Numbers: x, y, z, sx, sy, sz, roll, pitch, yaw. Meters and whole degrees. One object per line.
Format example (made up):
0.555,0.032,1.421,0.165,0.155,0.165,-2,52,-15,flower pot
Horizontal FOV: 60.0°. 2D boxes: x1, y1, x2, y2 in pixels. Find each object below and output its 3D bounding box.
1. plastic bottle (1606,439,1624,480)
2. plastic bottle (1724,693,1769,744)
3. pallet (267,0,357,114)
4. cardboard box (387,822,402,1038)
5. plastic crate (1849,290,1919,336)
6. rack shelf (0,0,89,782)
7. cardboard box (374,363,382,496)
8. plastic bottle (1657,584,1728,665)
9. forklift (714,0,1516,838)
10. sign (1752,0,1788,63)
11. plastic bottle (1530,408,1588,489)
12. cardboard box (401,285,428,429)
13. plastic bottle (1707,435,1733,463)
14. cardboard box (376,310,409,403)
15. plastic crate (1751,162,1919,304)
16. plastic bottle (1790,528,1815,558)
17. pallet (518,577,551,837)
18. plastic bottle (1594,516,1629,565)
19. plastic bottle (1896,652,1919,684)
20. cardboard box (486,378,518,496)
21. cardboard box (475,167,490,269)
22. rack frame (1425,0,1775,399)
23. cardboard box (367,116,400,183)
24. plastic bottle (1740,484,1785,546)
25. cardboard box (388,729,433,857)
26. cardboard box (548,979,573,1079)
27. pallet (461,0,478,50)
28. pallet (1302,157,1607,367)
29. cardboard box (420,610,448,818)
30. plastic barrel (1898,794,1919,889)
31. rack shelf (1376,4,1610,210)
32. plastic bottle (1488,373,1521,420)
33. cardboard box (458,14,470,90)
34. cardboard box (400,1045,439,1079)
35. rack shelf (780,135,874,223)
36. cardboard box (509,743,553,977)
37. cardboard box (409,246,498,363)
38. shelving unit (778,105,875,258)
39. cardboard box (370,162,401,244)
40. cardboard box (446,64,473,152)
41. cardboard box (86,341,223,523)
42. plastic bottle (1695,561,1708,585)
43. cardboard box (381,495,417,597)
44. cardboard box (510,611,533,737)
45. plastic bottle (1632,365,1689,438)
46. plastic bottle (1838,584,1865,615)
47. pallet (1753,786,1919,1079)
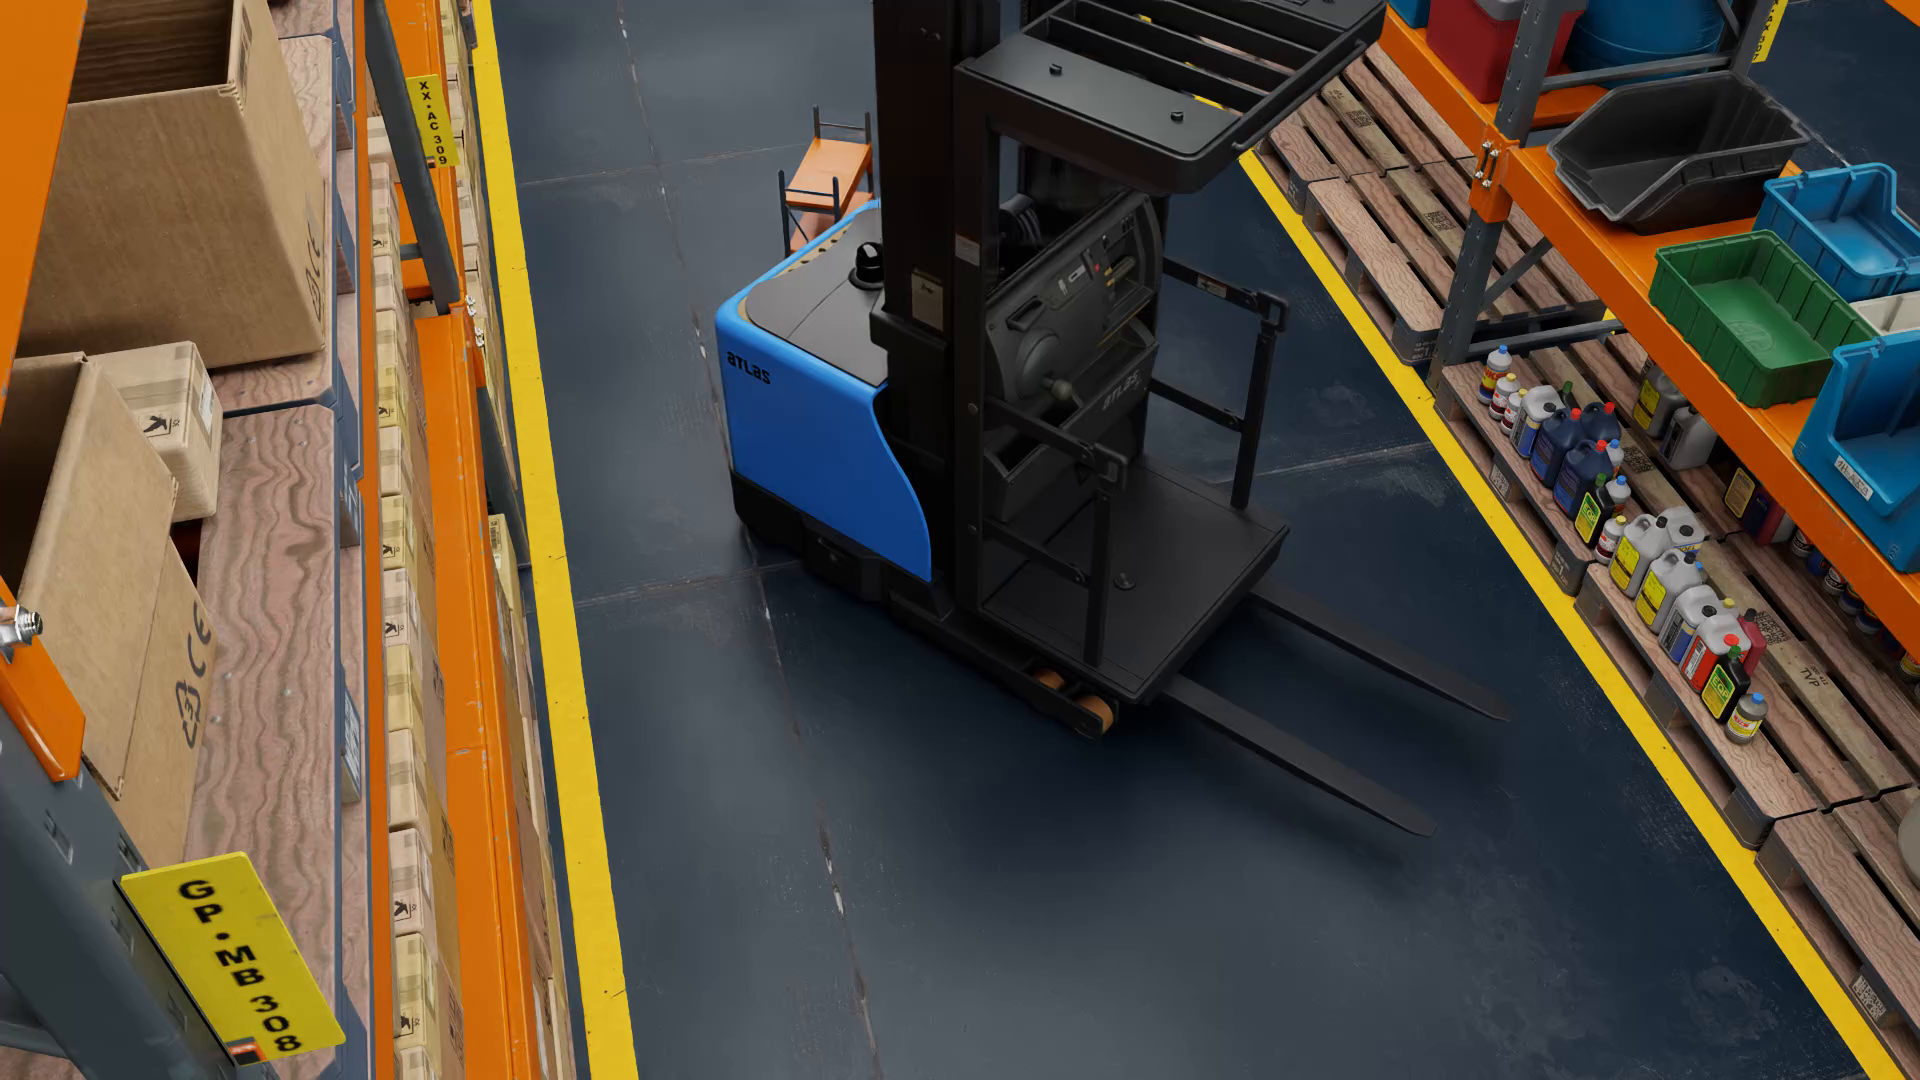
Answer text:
2.537,-0.286,6.532,0.097,0.271,0.097,0,46,0,plastic bottle
2.708,0.601,5.712,0.097,0.201,0.097,0,46,0,plastic bottle
-1.968,-1.330,3.915,1.003,0.211,1.213,-11,47,-10,pallet
-1.448,0.654,3.030,0.700,0.500,0.500,-12,47,-11,cardboard box
3.238,-0.631,5.453,0.530,0.136,0.437,-11,47,-10,plastic crate
-1.700,-1.222,2.431,1.077,0.370,4.000,-11,47,-10,rack shelf
-1.834,-0.384,4.048,0.700,0.500,0.500,-11,47,-10,cardboard box
2.634,0.300,5.955,0.152,0.276,0.135,-12,47,-11,plastic bottle
0.556,-0.740,5.423,3.031,2.935,1.130,29,52,25,forklift
3.112,-1.988,6.404,0.100,0.325,0.005,-11,47,-10,sign
2.383,-0.392,6.580,0.144,0.351,0.185,-10,46,-9,plastic bottle
-2.092,-0.625,5.192,0.700,0.500,0.500,-12,47,-11,cardboard box
3.070,-0.500,6.687,0.144,0.351,0.185,-13,47,-12,plastic bottle
-1.736,-0.476,4.592,0.380,0.149,0.250,-11,47,-10,cardboard box
3.123,-1.032,5.765,0.499,0.251,0.616,-11,47,-10,plastic crate
3.247,-0.036,6.336,0.097,0.201,0.097,0,46,0,plastic bottle
-2.048,0.638,5.977,1.003,0.211,1.213,-11,47,-10,pallet
2.481,-0.009,6.310,0.097,0.201,0.097,0,46,0,plastic bottle
3.412,0.409,5.900,0.097,0.201,0.097,0,46,0,plastic bottle
-2.075,-0.403,6.676,0.500,0.250,0.500,-12,47,-11,cardboard box
-2.469,-1.465,7.717,0.500,0.250,0.500,-10,46,-10,cardboard box
2.578,-1.798,6.412,1.000,3.000,0.127,-11,47,-10,rack frame
-2.241,-1.456,6.253,0.380,0.149,0.250,-11,47,-10,cardboard box
3.088,-0.121,6.362,0.061,0.283,0.133,-11,47,-10,plastic bottle
-1.346,0.582,3.555,0.380,0.149,0.250,-12,47,-12,cardboard box
-1.369,1.581,4.731,0.500,0.250,0.500,-11,47,-10,cardboard box
-3.390,-3.203,9.741,1.003,0.211,1.213,-11,47,-10,pallet
2.339,-1.357,7.932,1.003,0.211,1.213,-11,47,-10,pallet
-1.694,0.439,4.150,0.700,0.500,0.500,-9,46,-9,cardboard box
3.231,0.901,5.215,0.421,0.512,0.421,0,46,0,plastic barrel
2.066,-2.927,8.022,1.077,0.370,4.000,-11,47,-10,rack shelf
2.262,-0.602,6.891,0.097,0.201,0.097,0,46,0,plastic bottle
-2.865,-2.523,8.753,0.500,0.250,0.500,-10,46,-9,cardboard box
-1.150,1.113,3.035,0.380,0.149,0.250,-12,47,-11,cardboard box
-0.538,-1.447,6.777,0.258,0.148,0.480,9,46,9,rack shelf
-1.491,0.973,4.803,0.500,0.500,0.500,-11,47,-10,cardboard box
-2.200,-0.953,6.823,0.500,0.311,0.500,-11,47,-11,cardboard box
-0.538,-1.172,7.058,0.258,1.200,0.503,9,46,9,shelving unit
-1.935,-1.008,5.114,0.380,0.149,0.250,-11,47,-10,cardboard box
-2.598,-2.014,7.862,0.500,0.311,0.500,-11,47,-11,cardboard box
-1.318,-0.136,2.466,0.380,0.149,0.250,-11,47,-10,cardboard box
2.693,0.160,6.144,0.097,0.201,0.097,0,46,0,plastic bottle
-1.540,0.051,4.075,0.380,0.149,0.250,-9,46,-9,cardboard box
-1.763,0.548,5.744,0.500,0.250,0.500,-11,47,-10,cardboard box
2.882,-0.607,6.791,0.144,0.351,0.185,-11,47,-10,plastic bottle
3.325,0.150,6.105,0.097,0.271,0.097,0,46,0,plastic bottle
3.334,1.334,5.295,1.003,0.211,1.213,-11,47,-10,pallet
